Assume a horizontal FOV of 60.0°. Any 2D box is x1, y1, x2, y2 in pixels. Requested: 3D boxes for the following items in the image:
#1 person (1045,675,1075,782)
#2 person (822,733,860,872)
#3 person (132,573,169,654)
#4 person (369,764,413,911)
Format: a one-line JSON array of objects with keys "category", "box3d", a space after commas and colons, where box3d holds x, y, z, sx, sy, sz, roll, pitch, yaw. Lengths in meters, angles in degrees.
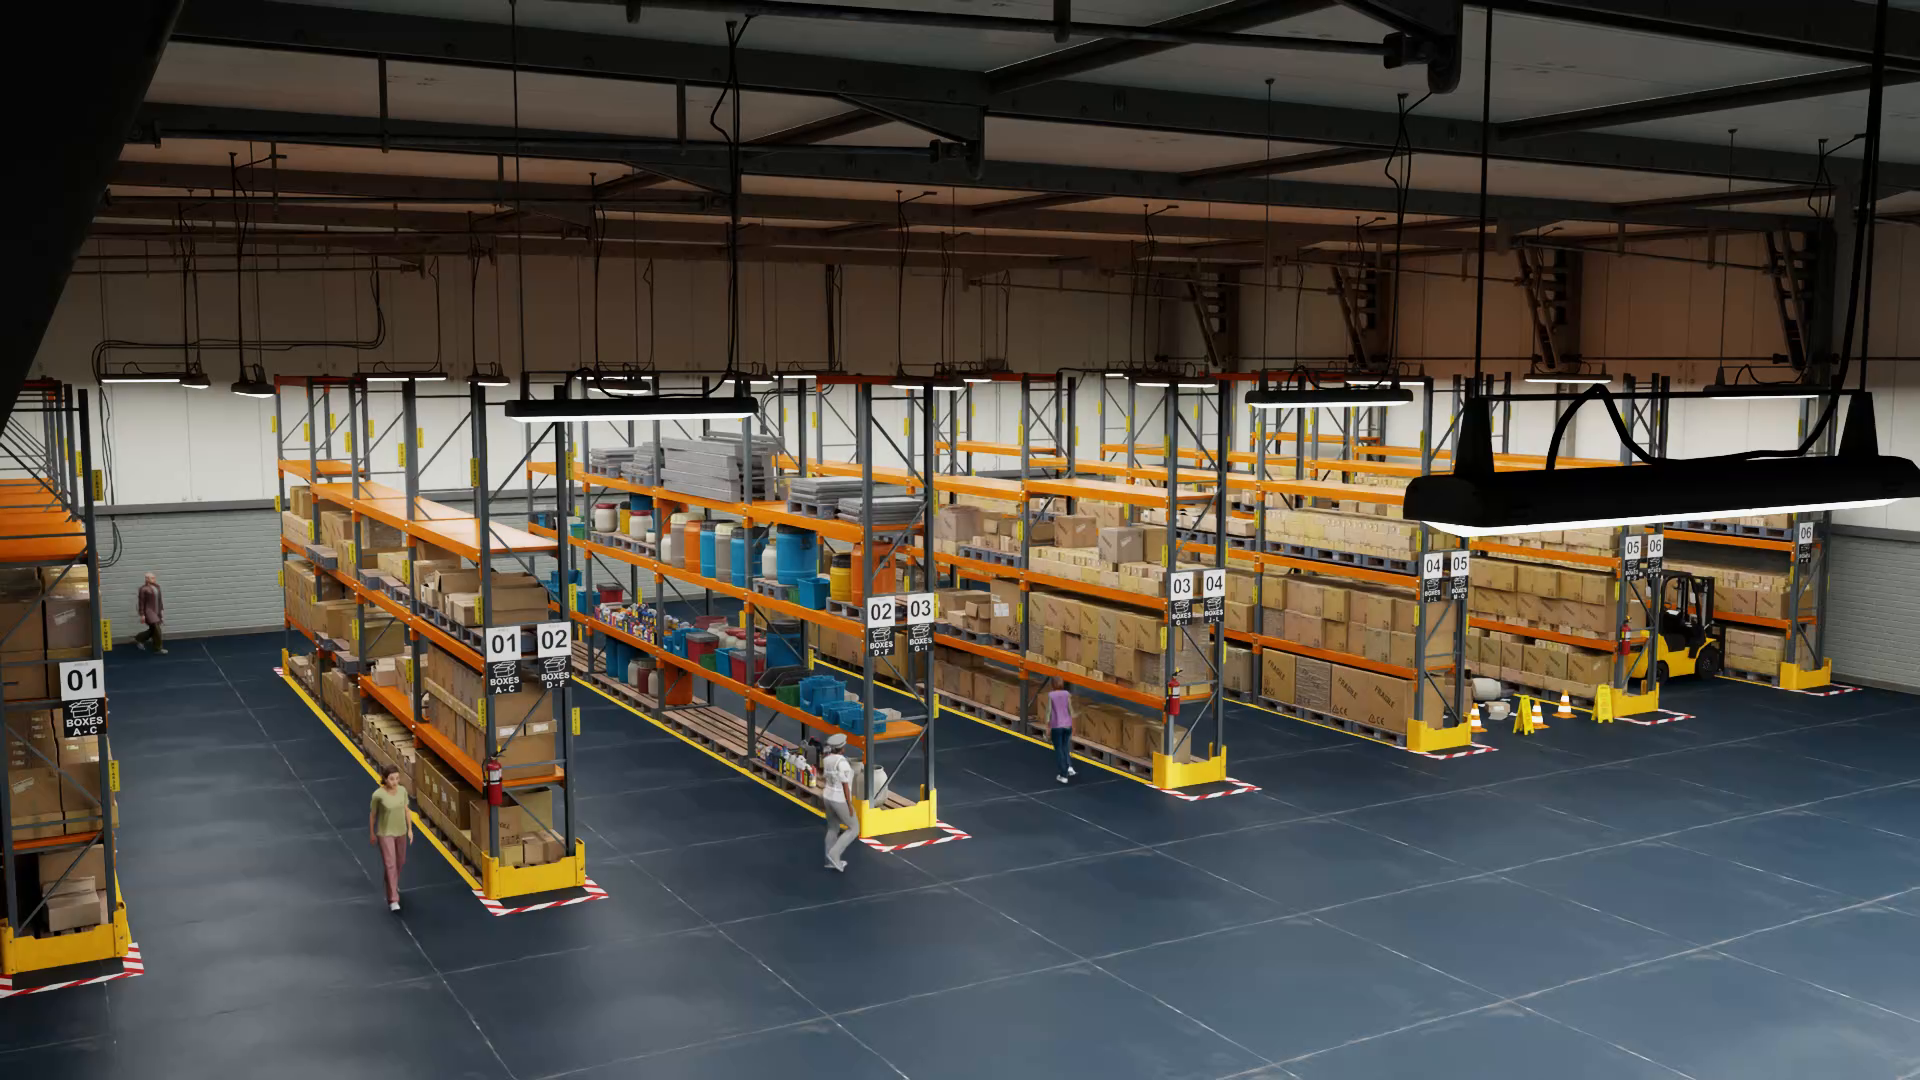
[{"category": "person", "box3d": [1.498, 2.823, 24.879, 0.455, 1.566, 0.442, -3, 7, -22]}, {"category": "person", "box3d": [-1.514, 3.236, 20.558, 0.428, 1.681, 0.473, -4, 8, -34]}, {"category": "person", "box3d": [-17.329, 1.558, 35.545, 0.927, 1.750, 0.590, 1, 6, 9]}, {"category": "person", "box3d": [-6.601, 3.410, 19.325, 0.896, 1.642, 0.458, 6, 9, 44]}]
